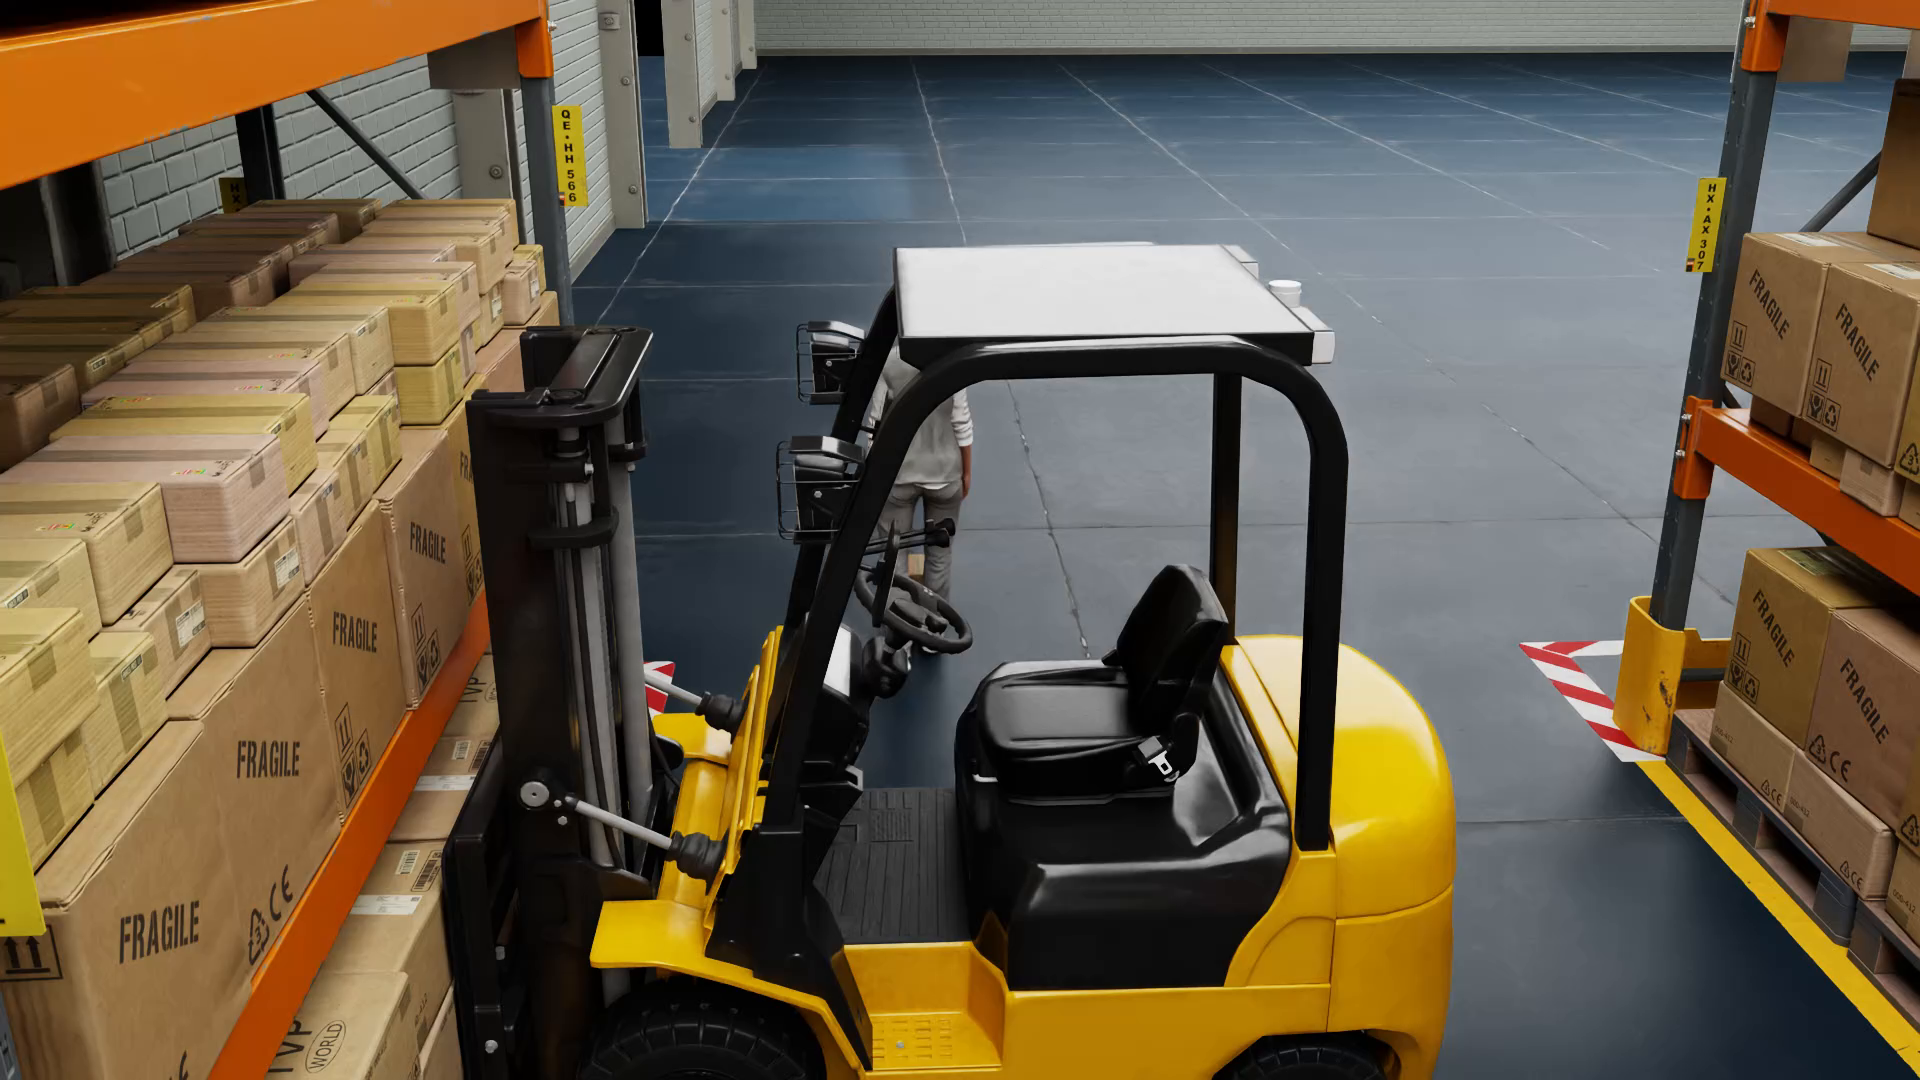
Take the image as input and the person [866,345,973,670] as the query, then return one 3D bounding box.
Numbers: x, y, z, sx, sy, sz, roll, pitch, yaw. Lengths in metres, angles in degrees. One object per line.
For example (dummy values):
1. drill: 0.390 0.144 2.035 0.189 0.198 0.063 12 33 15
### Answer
1. person: -0.161 -0.242 6.731 0.427 1.617 0.568 -1 21 -3
